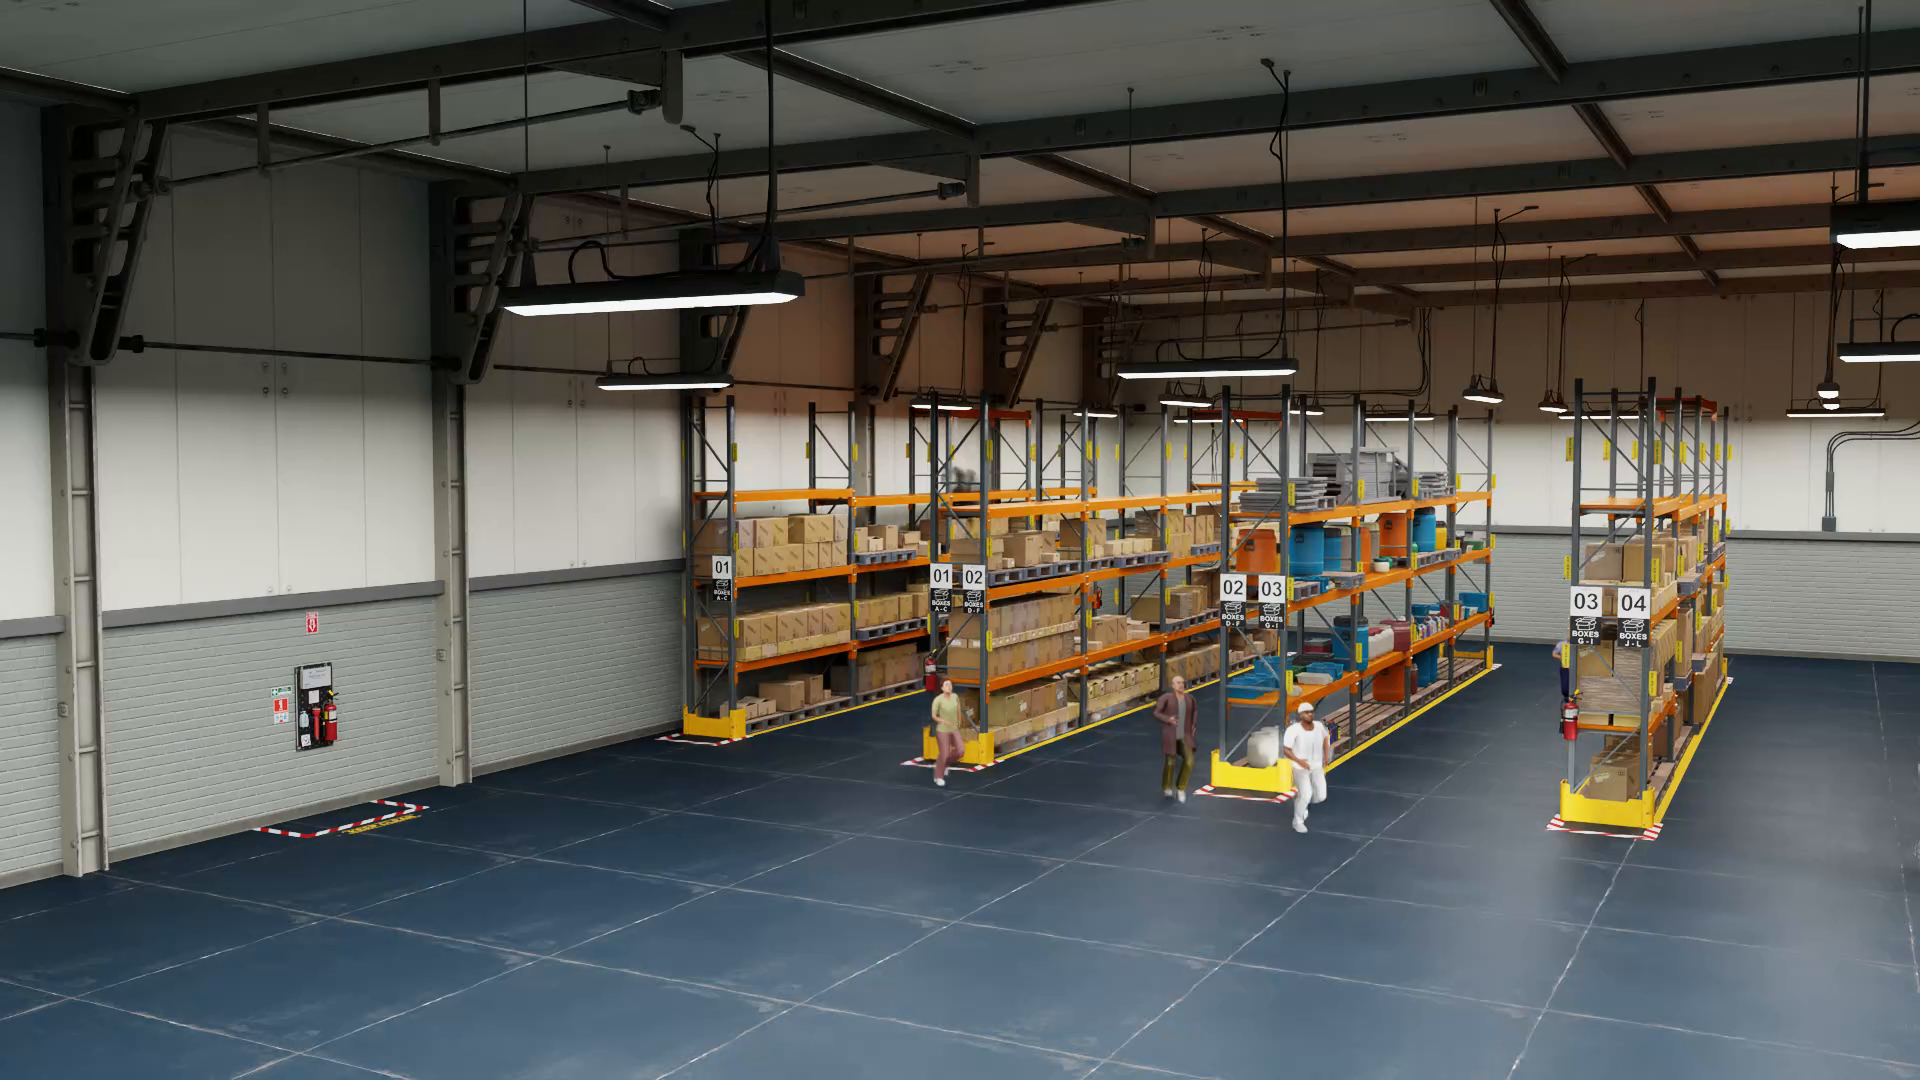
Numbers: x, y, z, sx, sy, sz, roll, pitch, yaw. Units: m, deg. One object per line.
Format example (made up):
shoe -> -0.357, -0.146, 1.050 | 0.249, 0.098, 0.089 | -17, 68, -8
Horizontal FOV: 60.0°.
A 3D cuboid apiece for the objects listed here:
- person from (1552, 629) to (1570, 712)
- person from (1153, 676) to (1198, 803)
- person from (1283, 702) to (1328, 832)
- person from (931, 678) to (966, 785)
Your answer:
person -> 11.536, 2.509, 31.459 | 0.624, 1.677, 0.874 | 2, 3, 27
person -> 3.138, 2.862, 23.925 | 0.717, 1.807, 0.688 | 0, 3, -8
person -> 4.597, 2.993, 21.917 | 0.729, 1.723, 0.647 | -1, 3, -17
person -> -0.168, 2.877, 24.992 | 0.608, 1.628, 0.637 | -2, 4, -32
